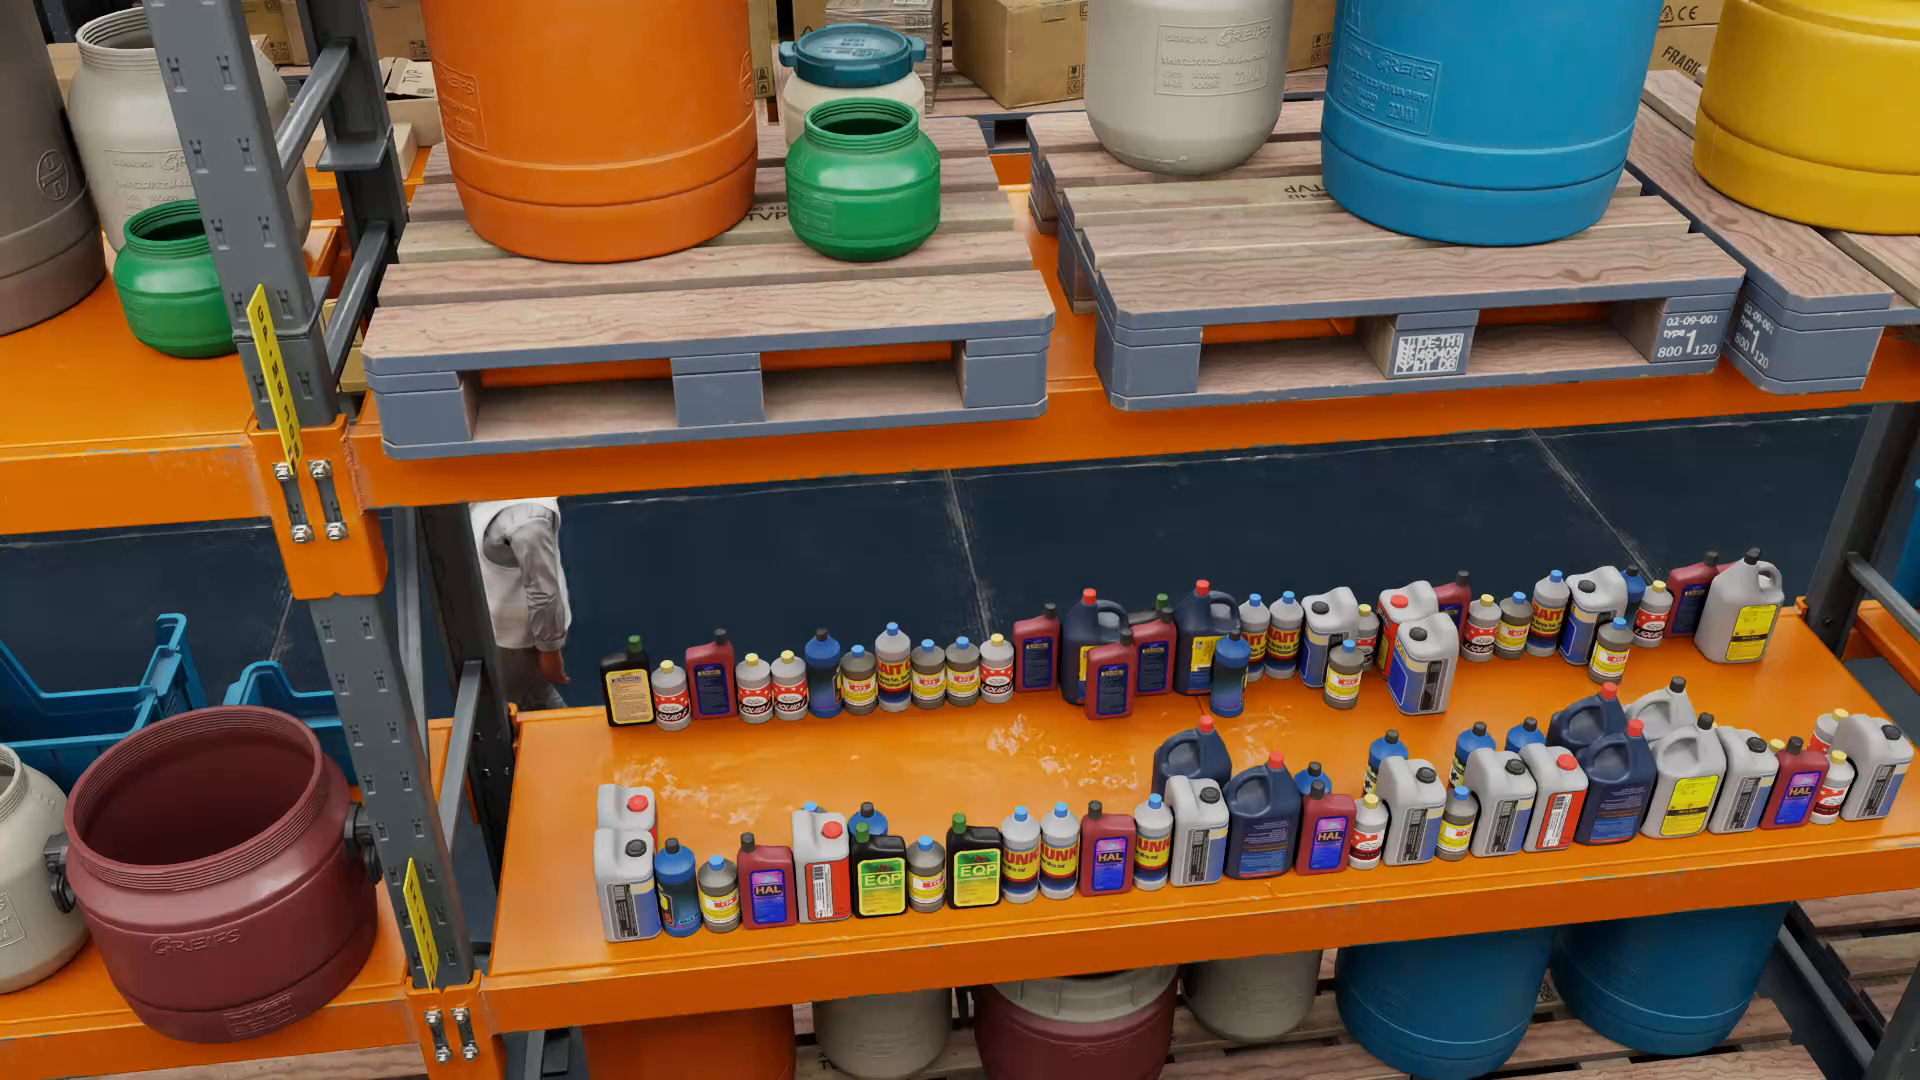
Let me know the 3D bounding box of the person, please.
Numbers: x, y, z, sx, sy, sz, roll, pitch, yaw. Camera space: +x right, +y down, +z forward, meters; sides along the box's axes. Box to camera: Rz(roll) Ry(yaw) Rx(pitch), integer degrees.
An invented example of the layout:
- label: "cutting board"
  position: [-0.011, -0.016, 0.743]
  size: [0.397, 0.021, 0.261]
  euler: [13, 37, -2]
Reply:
- label: "person"
  position: [-1.551, 0.274, 5.705]
  size: [0.467, 1.790, 0.541]
  euler: [-9, 35, -12]
